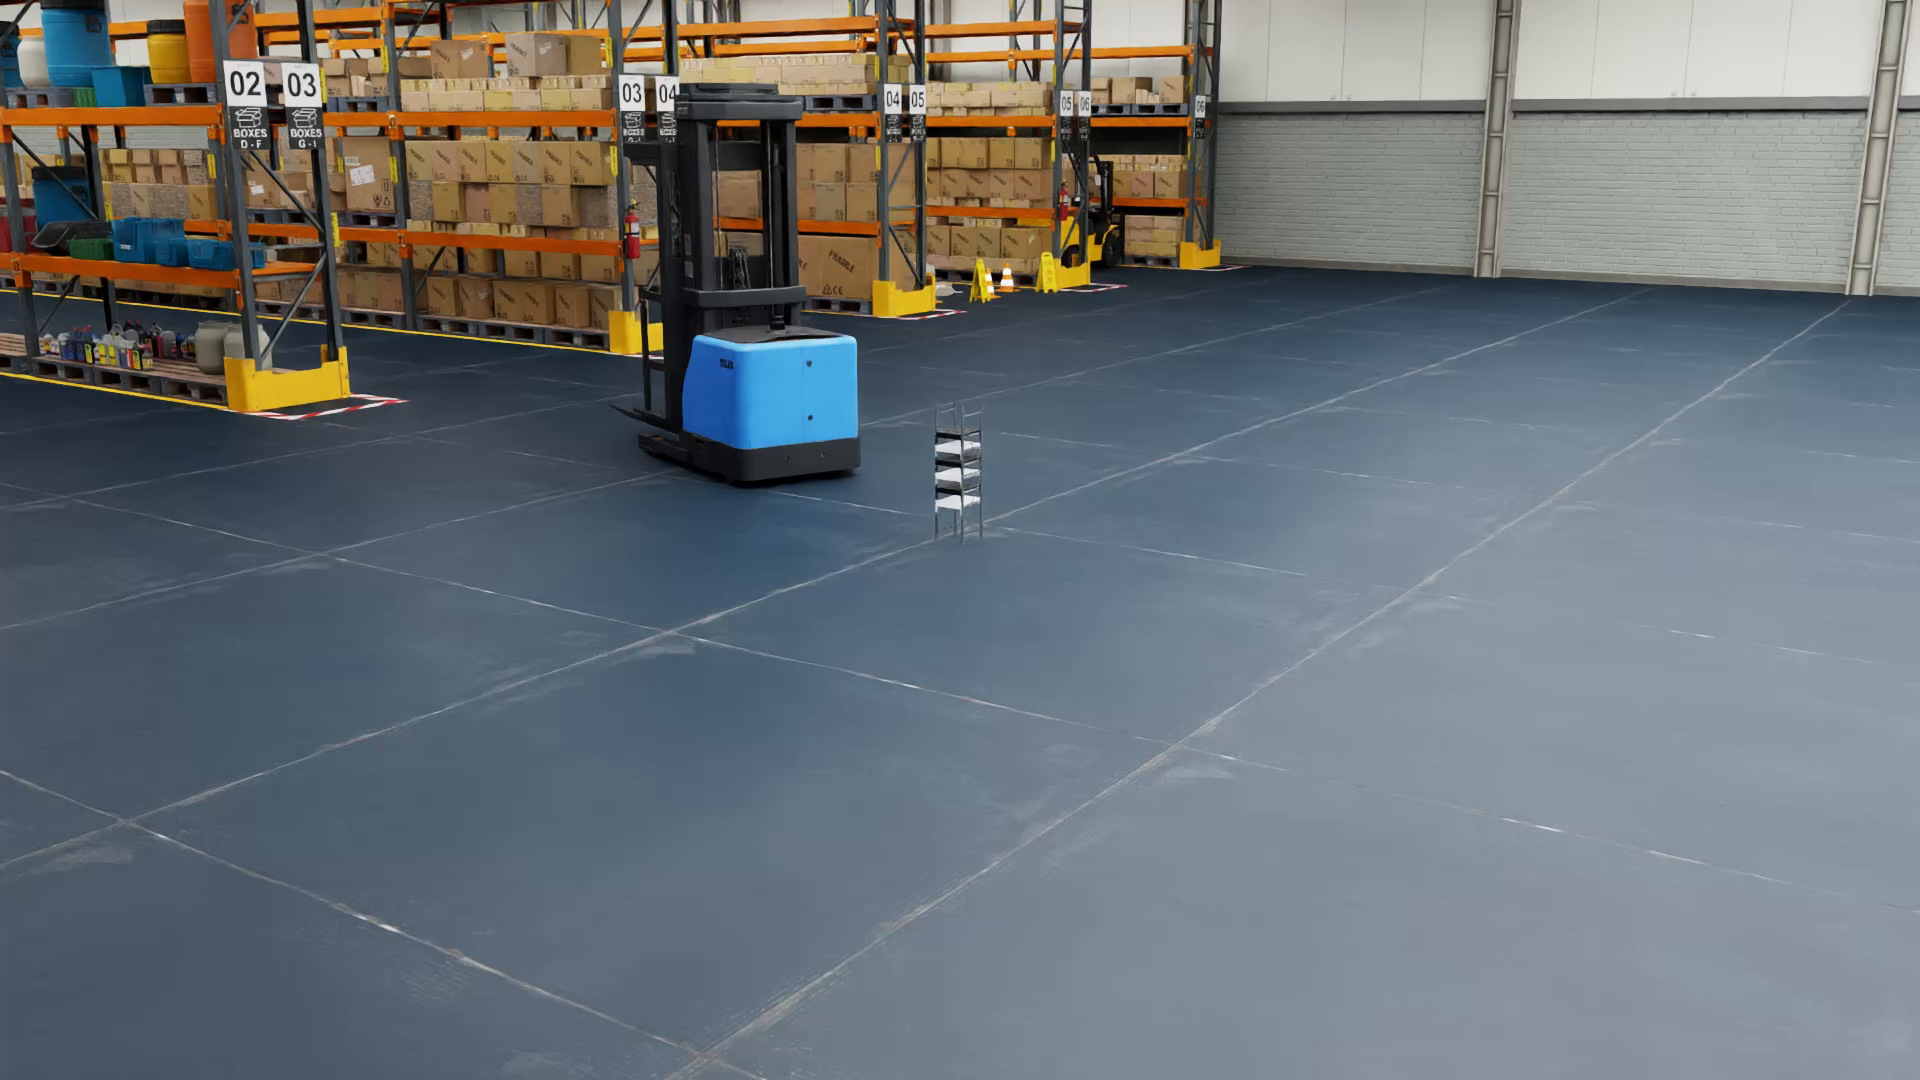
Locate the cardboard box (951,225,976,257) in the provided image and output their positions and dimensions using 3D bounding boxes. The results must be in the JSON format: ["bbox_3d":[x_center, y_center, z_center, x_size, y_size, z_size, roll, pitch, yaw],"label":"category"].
[{"bbox_3d":[0.194,-5.186,28.816,0.500,0.500,0.500,9,16,32],"label":"cardboard box"}]

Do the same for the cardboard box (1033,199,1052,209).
[{"bbox_3d":[1.424,-5.644,27.904,0.250,0.149,0.380,10,17,35],"label":"cardboard box"}]

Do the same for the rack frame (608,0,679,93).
[{"bbox_3d":[-3.677,-6.695,19.140,0.127,3.000,1.000,9,17,33],"label":"rack frame"}]

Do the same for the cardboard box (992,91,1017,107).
[{"bbox_3d":[0.870,-7.371,27.810,0.500,0.250,0.500,9,16,32],"label":"cardboard box"}]

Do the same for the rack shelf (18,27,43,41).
[{"bbox_3d":[-15.294,-8.029,26.859,4.000,0.370,1.077,9,17,33],"label":"rack shelf"}]

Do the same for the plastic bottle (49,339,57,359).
[{"bbox_3d":[-9.656,-2.043,17.741,0.097,0.201,0.097,0,14,0],"label":"plastic bottle"}]

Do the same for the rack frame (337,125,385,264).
[{"bbox_3d":[-10.782,-6.367,30.302,0.127,3.000,1.000,9,17,33],"label":"rack frame"}]

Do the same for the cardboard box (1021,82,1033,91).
[{"bbox_3d":[1.216,-7.508,27.533,0.250,0.149,0.380,10,17,34],"label":"cardboard box"}]

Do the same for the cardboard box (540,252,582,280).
[{"bbox_3d":[-6.281,-4.726,27.482,0.750,0.750,1.050,9,17,34],"label":"cardboard box"}]

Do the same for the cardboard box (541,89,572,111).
[{"bbox_3d":[-4.635,-5.246,19.843,0.500,0.250,0.500,9,17,33],"label":"cardboard box"}]

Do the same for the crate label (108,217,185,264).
[{"bbox_3d":[-8.119,-3.005,16.647,0.616,0.435,0.502,9,17,33],"label":"crate label"}]

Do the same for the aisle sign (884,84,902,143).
[{"bbox_3d":[-0.934,-5.951,23.209,0.004,0.787,0.394,9,17,33],"label":"aisle sign"}]

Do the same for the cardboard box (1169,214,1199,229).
[{"bbox_3d":[4.328,-6.205,32.416,0.500,0.250,0.500,9,16,32],"label":"cardboard box"}]

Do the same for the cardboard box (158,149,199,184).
[{"bbox_3d":[-11.452,-5.580,24.827,0.637,0.503,0.797,10,17,34],"label":"cardboard box"}]

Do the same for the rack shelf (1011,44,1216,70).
[{"bbox_3d":[2.961,-9.386,32.340,4.000,0.370,1.077,9,17,33],"label":"rack shelf"}]

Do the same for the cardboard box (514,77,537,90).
[{"bbox_3d":[-5.157,-5.510,20.081,0.250,0.149,0.380,8,16,30],"label":"cardboard box"}]

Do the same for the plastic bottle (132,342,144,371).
[{"bbox_3d":[-8.317,-1.861,16.836,0.133,0.283,0.061,10,17,34],"label":"plastic bottle"}]

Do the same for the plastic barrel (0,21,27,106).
[{"bbox_3d":[-10.303,-5.056,17.719,0.708,0.901,0.600,9,17,33],"label":"plastic barrel"}]

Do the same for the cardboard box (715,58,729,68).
[{"bbox_3d":[-3.399,-7.049,24.597,0.250,0.149,0.380,9,16,32],"label":"cardboard box"}]

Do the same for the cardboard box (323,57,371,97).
[{"bbox_3d":[-8.113,-6.238,22.449,0.637,0.503,0.797,10,17,35],"label":"cardboard box"}]

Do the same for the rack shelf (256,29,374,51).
[{"bbox_3d":[-12.442,-9.197,30.752,4.000,0.370,1.077,9,17,33],"label":"rack shelf"}]

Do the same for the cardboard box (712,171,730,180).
[{"bbox_3d":[-3.336,-5.784,25.389,0.550,0.550,0.875,9,17,33],"label":"cardboard box"}]

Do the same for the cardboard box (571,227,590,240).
[{"bbox_3d":[-4.472,-3.715,20.109,0.250,0.149,0.380,9,17,33],"label":"cardboard box"}]

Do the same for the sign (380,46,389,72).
[{"bbox_3d":[-7.303,-6.106,21.109,0.005,0.325,0.100,9,17,33],"label":"sign"}]

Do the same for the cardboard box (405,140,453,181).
[{"bbox_3d":[-6.765,-4.886,21.412,0.500,0.500,0.500,9,17,33],"label":"cardboard box"}]

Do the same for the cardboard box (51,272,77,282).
[{"bbox_3d":[-14.137,-4.669,26.989,0.875,0.875,0.875,9,17,33],"label":"cardboard box"}]

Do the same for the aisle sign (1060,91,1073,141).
[{"bbox_3d":[1.743,-6.954,27.264,0.004,0.787,0.394,9,17,33],"label":"aisle sign"}]

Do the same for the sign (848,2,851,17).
[{"bbox_3d":[-2.312,-11.116,34.892,0.005,0.325,0.100,9,17,33],"label":"sign"}]

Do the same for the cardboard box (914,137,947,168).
[{"bbox_3d":[-0.408,-6.725,28.841,0.500,0.500,0.700,9,16,32],"label":"cardboard box"}]

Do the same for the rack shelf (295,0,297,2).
[{"bbox_3d":[-8.101,-5.432,16.369,4.000,0.370,1.077,9,17,33],"label":"rack shelf"}]

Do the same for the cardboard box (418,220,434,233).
[{"bbox_3d":[-6.785,-4.072,21.554,0.250,0.149,0.380,9,17,33],"label":"cardboard box"}]

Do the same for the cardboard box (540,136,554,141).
[{"bbox_3d":[-8.537,-8.194,34.045,0.250,0.149,0.380,9,16,32],"label":"cardboard box"}]

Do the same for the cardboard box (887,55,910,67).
[{"bbox_3d":[-0.924,-6.840,23.750,0.250,0.149,0.380,9,17,33],"label":"cardboard box"}]

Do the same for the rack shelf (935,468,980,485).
[{"bbox_3d":[-0.007,-0.406,10.727,0.200,0.077,0.258,9,17,33],"label":"rack shelf"}]

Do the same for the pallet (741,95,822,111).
[{"bbox_3d":[-2.463,-6.432,24.505,1.213,0.211,1.003,9,17,33],"label":"pallet"}]

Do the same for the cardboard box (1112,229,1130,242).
[{"bbox_3d":[3.192,-5.998,32.618,0.500,0.250,0.500,9,16,32],"label":"cardboard box"}]

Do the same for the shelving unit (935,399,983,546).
[{"bbox_3d":[-0.007,-0.438,10.719,0.210,0.900,0.258,9,17,33],"label":"shelving unit"}]

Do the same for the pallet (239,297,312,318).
[{"bbox_3d":[-9.668,-3.397,24.106,1.213,0.211,1.003,9,17,33],"label":"pallet"}]

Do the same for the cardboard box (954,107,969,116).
[{"bbox_3d":[0.102,-7.282,28.277,0.250,0.149,0.380,9,16,32],"label":"cardboard box"}]

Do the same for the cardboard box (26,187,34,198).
[{"bbox_3d":[-14.578,-5.539,26.651,0.500,0.250,0.500,10,17,34],"label":"cardboard box"}]

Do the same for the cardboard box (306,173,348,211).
[{"bbox_3d":[-8.486,-4.787,22.830,0.637,0.503,0.797,11,18,38],"label":"cardboard box"}]

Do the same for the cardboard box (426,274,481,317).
[{"bbox_3d":[-6.686,-3.248,22.029,0.500,0.500,0.500,9,16,31],"label":"cardboard box"}]

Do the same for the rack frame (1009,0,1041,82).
[{"bbox_3d":[1.302,-10.197,33.289,0.127,3.000,1.000,9,17,33],"label":"rack frame"}]

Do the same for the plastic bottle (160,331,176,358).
[{"bbox_3d":[-8.505,-2.102,17.826,0.135,0.276,0.152,10,17,34],"label":"plastic bottle"}]

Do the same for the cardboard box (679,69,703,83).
[{"bbox_3d":[-3.895,-6.953,25.037,0.500,0.250,0.500,9,17,33],"label":"cardboard box"}]

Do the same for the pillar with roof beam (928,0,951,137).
[{"bbox_3d":[-2.835,-9.880,32.009,0.400,9.000,9.100,9,17,33],"label":"pillar with roof beam"}]

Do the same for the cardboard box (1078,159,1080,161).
[{"bbox_3d":[2.514,-7.534,32.839,0.250,0.149,0.380,9,17,33],"label":"cardboard box"}]

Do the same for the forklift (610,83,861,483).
[{"bbox_3d":[-1.997,-2.151,13.414,1.130,2.935,3.031,-9,17,-32],"label":"forklift"}]

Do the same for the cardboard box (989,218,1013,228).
[{"bbox_3d":[0.701,-5.398,28.324,0.250,0.149,0.380,10,17,34],"label":"cardboard box"}]

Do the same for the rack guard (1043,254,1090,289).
[{"bbox_3d":[1.791,-4.555,28.185,0.348,0.500,1.175,9,17,33],"label":"rack guard"}]

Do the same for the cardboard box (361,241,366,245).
[{"bbox_3d":[-10.952,-5.564,30.877,0.250,0.149,0.380,10,17,35],"label":"cardboard box"}]

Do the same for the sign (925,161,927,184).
[{"bbox_3d":[-0.510,-5.327,24.132,0.005,0.325,0.100,9,17,33],"label":"sign"}]

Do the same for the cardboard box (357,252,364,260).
[{"bbox_3d":[-11.126,-5.336,31.195,0.250,0.149,0.380,10,17,34],"label":"cardboard box"}]

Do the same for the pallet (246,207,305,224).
[{"bbox_3d":[-9.664,-4.688,23.918,1.003,0.211,1.213,9,17,33],"label":"pallet"}]

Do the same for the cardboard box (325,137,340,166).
[{"bbox_3d":[-11.323,-7.055,30.171,0.500,0.500,0.500,9,16,31],"label":"cardboard box"}]

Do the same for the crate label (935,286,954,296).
[{"bbox_3d":[-0.247,-3.996,26.679,0.298,0.136,0.250,1,14,4],"label":"crate label"}]
